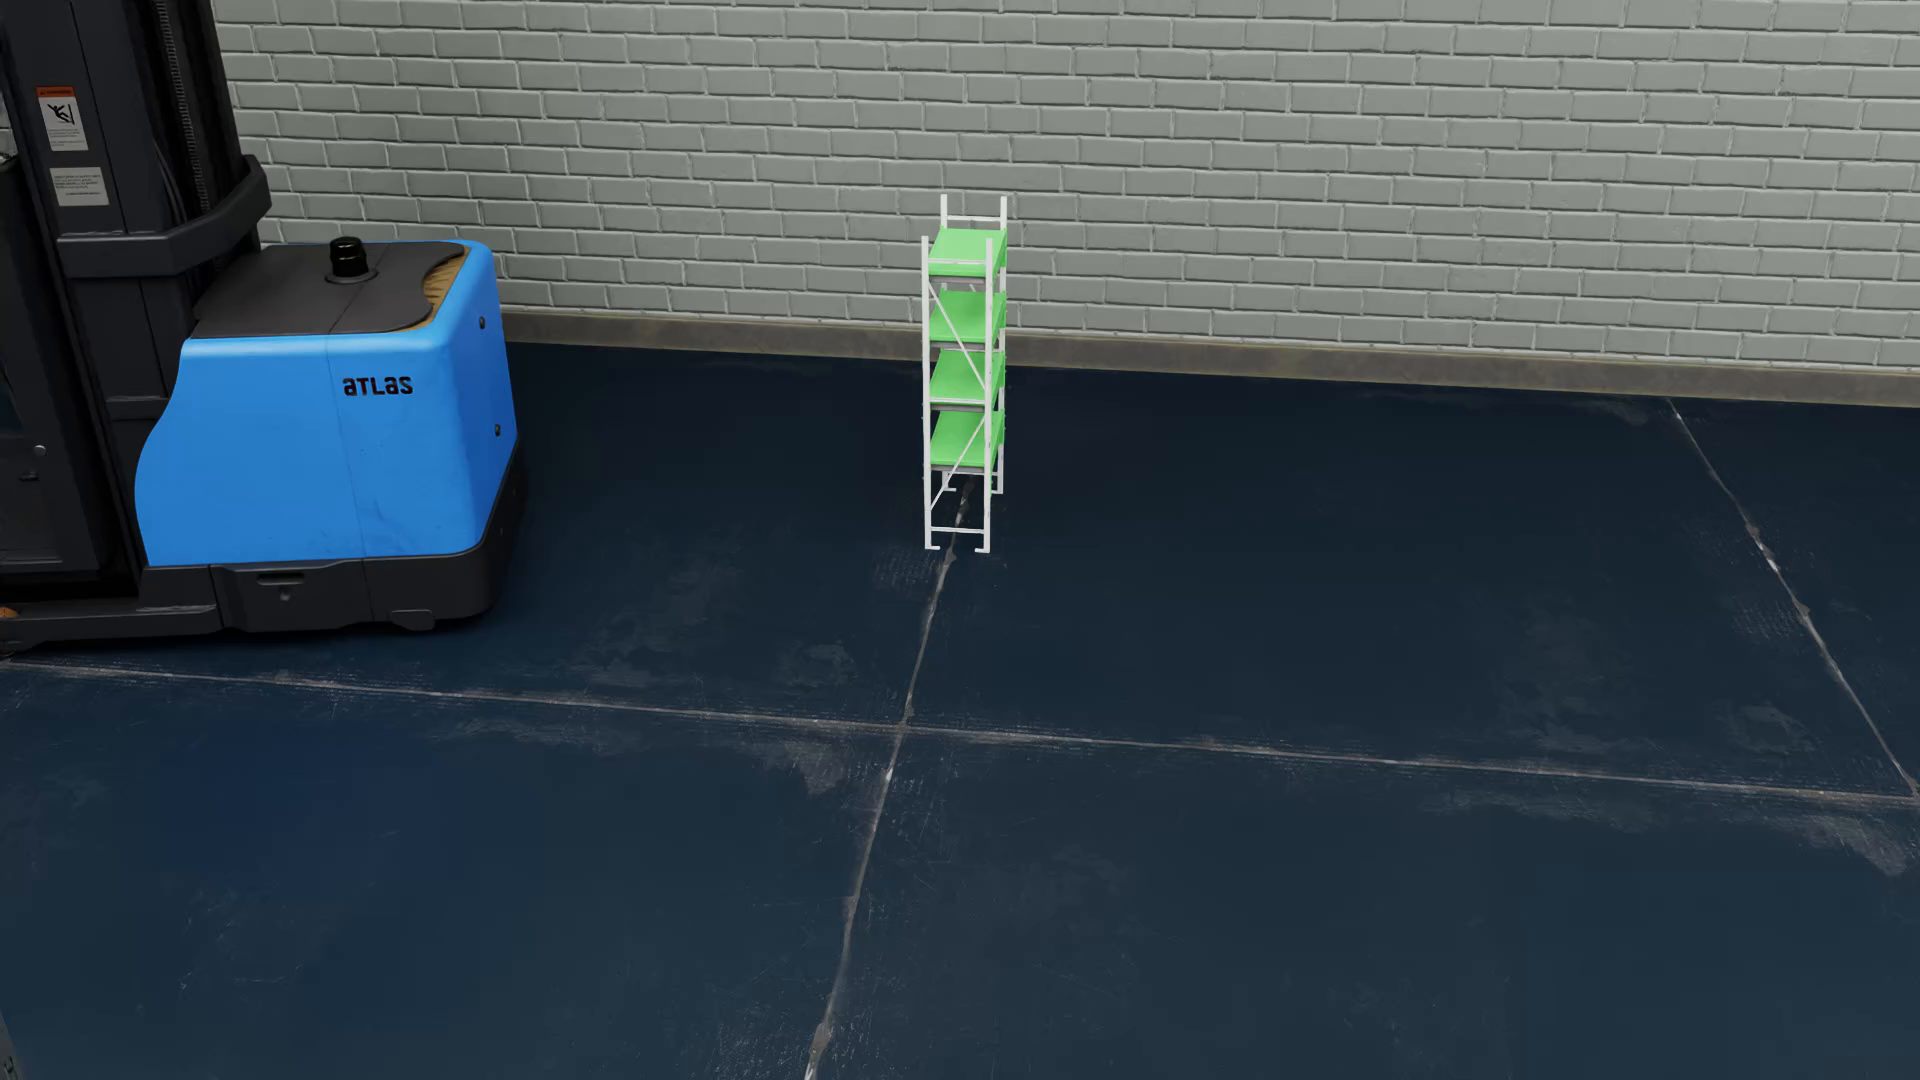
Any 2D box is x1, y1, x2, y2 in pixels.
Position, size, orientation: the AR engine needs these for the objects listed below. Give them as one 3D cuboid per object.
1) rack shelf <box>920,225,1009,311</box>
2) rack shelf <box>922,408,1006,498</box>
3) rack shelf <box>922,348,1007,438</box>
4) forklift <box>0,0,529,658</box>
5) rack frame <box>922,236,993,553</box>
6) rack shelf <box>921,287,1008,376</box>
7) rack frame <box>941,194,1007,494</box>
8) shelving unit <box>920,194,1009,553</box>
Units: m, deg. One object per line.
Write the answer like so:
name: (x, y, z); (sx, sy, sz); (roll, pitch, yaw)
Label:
rack shelf: (0.020, -0.972, 5.913); (0.258, 0.148, 0.480); (3, 28, 6)
rack shelf: (0.020, -0.339, 6.254); (0.258, 0.148, 0.480); (3, 28, 6)
rack shelf: (0.020, -0.550, 6.140); (0.258, 0.148, 0.480); (3, 28, 6)
forklift: (-3.144, -1.153, 5.300); (3.031, 2.935, 1.130); (-2, 28, -4)
rack frame: (-0.010, -0.491, 5.897); (0.240, 1.200, 0.015); (3, 28, 6)
rack shelf: (0.020, -0.761, 6.027); (0.258, 0.148, 0.480); (3, 28, 6)
rack frame: (0.050, -0.721, 6.323); (0.240, 1.200, 0.015); (3, 28, 6)
shelving unit: (0.020, -0.606, 6.110); (0.258, 1.200, 0.503); (3, 28, 6)
